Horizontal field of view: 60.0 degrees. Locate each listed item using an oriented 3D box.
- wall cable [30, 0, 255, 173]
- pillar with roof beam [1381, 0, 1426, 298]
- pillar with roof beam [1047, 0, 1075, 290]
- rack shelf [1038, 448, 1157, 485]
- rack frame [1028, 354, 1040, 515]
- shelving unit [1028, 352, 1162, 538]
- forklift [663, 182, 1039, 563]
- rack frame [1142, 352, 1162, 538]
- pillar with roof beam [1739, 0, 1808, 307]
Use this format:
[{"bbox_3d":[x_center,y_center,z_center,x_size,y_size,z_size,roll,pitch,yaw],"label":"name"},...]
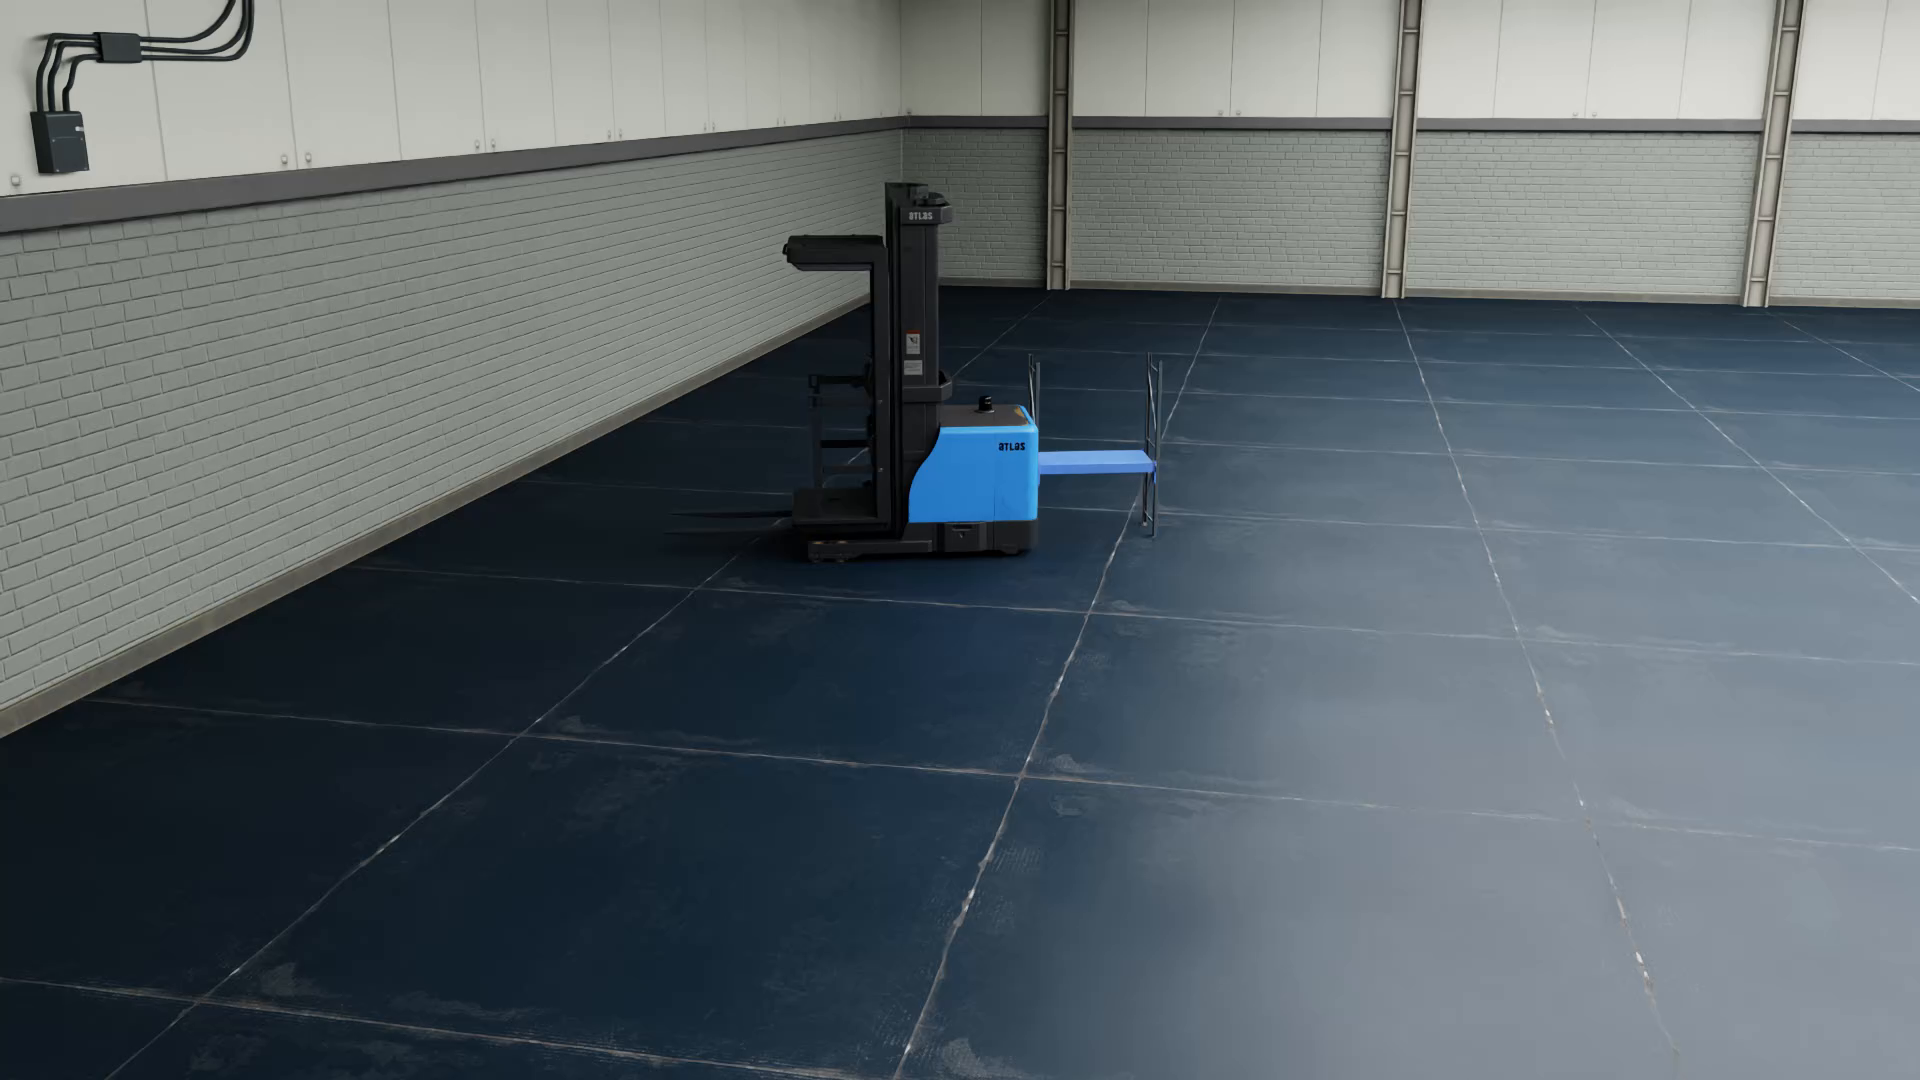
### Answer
[{"bbox_3d":[-5.172,-5.369,10.145,0.169,6.003,2.305,3,16,11],"label":"wall cable"},{"bbox_3d":[6.843,-7.539,24.353,0.400,9.000,9.100,3,16,11],"label":"pillar with roof beam"},{"bbox_3d":[0.963,-7.859,25.505,0.400,9.000,9.100,3,16,11],"label":"pillar with roof beam"},{"bbox_3d":[1.121,-0.623,14.107,1.000,0.185,0.538,-1,16,-5],"label":"rack shelf"},{"bbox_3d":[0.615,-0.786,14.019,0.032,1.500,0.500,-1,16,-5],"label":"rack frame"},{"bbox_3d":[1.121,-0.797,14.059,1.048,1.500,0.538,-1,16,-5],"label":"shelving unit"},{"bbox_3d":[-0.906,-1.378,13.477,3.031,2.935,1.130,-1,16,-5],"label":"forklift"},{"bbox_3d":[1.628,-0.808,14.099,0.032,1.500,0.500,-1,16,-5],"label":"rack frame"},{"bbox_3d":[12.723,-7.220,23.200,0.400,9.000,9.100,3,16,11],"label":"pillar with roof beam"}]
